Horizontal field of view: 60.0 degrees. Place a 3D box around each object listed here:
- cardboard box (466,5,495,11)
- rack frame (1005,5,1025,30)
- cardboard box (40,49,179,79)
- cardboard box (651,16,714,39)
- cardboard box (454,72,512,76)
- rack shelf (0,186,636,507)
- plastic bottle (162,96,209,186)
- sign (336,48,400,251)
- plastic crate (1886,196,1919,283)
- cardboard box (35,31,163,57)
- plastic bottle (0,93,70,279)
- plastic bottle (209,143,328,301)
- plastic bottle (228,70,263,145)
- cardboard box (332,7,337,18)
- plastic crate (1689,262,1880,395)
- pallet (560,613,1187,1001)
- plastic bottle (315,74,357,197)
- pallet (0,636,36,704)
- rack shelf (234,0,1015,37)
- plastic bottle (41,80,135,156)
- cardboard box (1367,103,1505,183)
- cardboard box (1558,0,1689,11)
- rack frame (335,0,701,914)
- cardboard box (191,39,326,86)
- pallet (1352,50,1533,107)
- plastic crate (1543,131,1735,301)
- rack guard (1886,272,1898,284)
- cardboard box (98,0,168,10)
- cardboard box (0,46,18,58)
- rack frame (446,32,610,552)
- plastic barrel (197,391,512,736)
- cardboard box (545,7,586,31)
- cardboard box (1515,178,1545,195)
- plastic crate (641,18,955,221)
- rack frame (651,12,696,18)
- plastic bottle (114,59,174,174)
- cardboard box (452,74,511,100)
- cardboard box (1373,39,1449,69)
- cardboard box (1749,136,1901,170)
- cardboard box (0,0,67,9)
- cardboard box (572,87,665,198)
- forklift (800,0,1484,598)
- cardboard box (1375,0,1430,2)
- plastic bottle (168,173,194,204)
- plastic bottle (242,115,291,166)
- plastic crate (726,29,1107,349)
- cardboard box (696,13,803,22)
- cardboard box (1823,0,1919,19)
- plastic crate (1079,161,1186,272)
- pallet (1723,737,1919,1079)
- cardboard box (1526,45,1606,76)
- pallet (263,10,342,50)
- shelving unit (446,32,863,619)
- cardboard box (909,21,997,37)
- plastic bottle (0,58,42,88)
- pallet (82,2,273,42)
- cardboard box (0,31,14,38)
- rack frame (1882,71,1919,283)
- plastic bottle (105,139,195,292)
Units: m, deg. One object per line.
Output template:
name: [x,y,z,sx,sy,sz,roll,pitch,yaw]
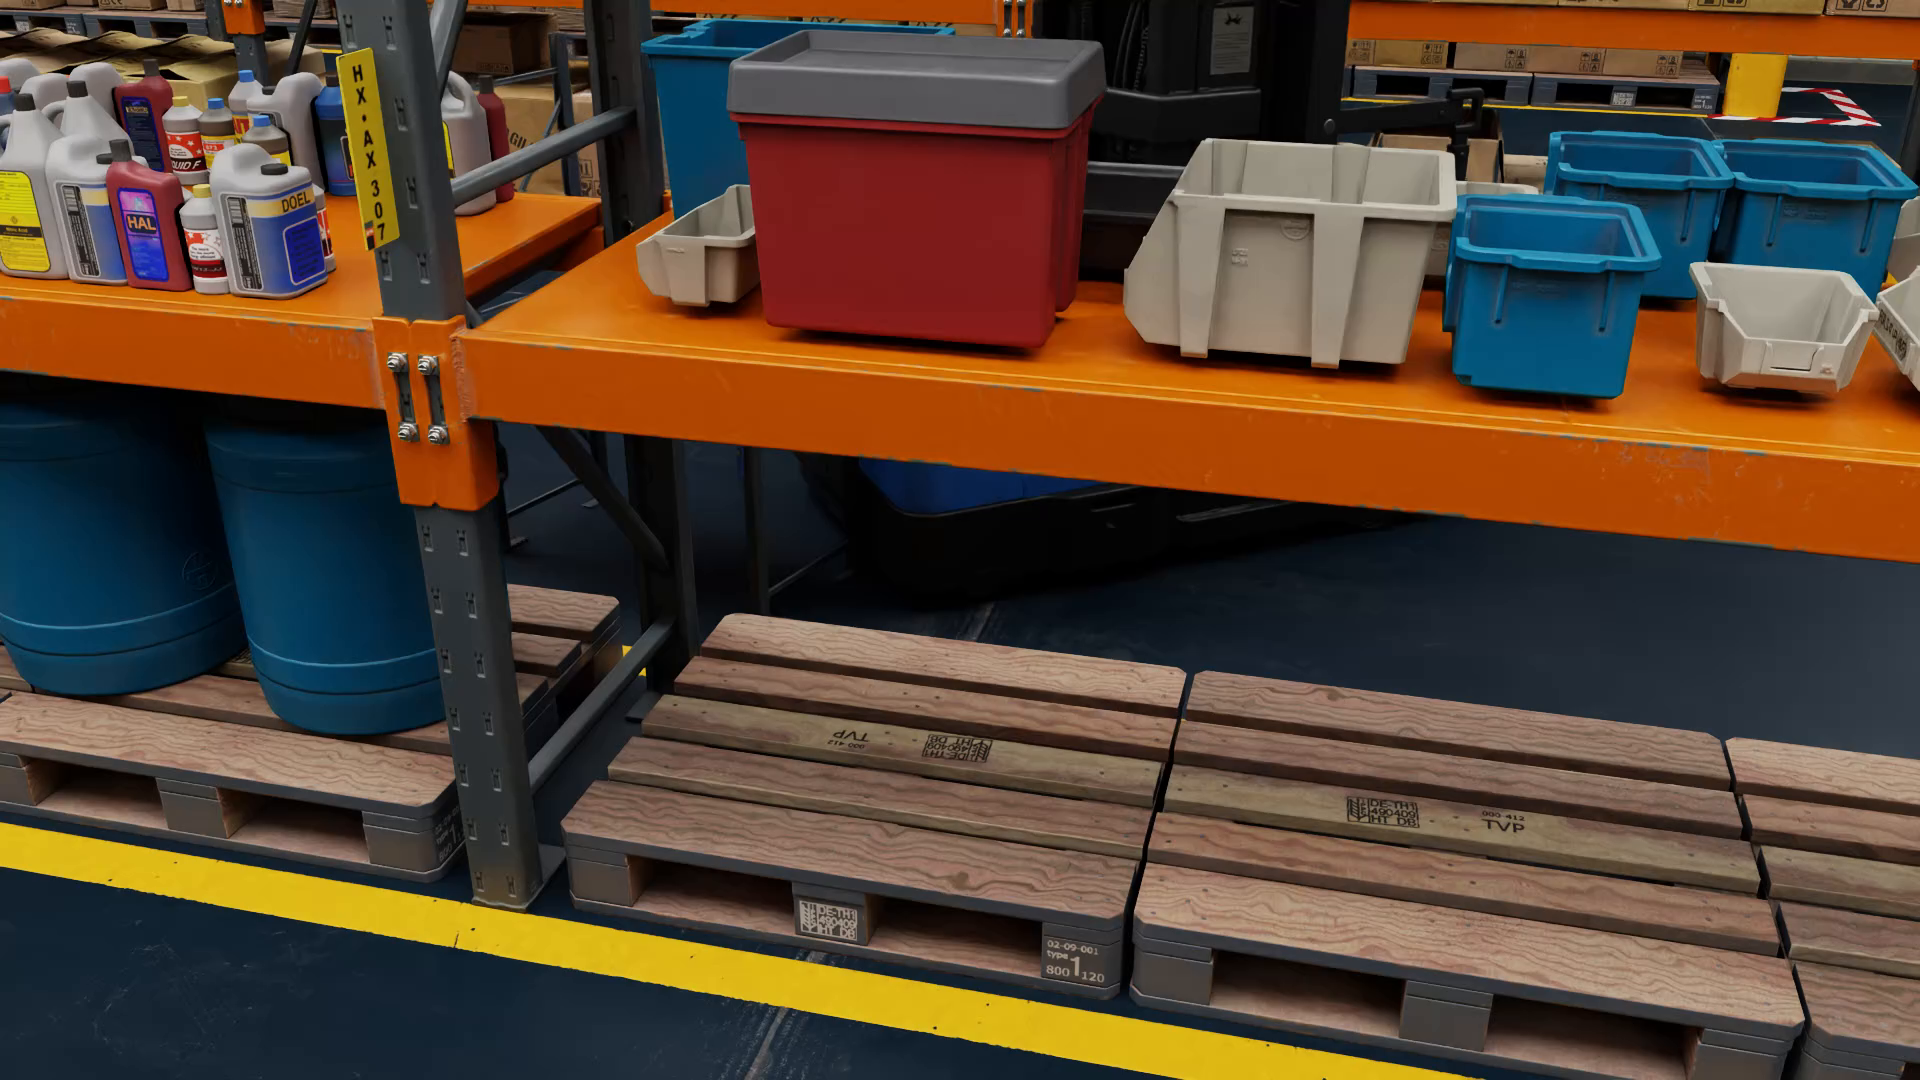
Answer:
cardboard box: [-3.942,-4.590,13.797,0.500,0.500,0.700,6,26,13]
rack frame: [0.370,-2.828,7.701,0.127,3.000,1.000,6,26,13]
cardboard box: [-4.577,-2.464,8.995,0.500,0.311,0.500,6,26,12]
cardboard box: [-1.492,-2.551,8.642,0.500,0.250,0.500,6,26,12]
cardboard box: [-2.540,-2.324,9.038,0.500,0.500,0.500,7,26,15]
rack shelf: [-2.804,-0.656,3.975,4.000,0.370,1.077,6,26,13]
plastic bottle: [-1.869,-0.969,4.027,0.097,0.201,0.097,0,25,0]
sign: [-1.006,-0.663,2.831,0.005,0.325,0.100,6,26,13]
plastic crate: [1.903,-0.551,3.155,0.298,0.136,0.250,6,26,13]
cardboard box: [-4.942,-2.744,9.583,0.500,0.311,0.500,6,26,12]
plastic bottle: [-1.839,-0.706,3.302,0.185,0.351,0.144,6,26,13]
plastic bottle: [-1.329,-0.618,3.203,0.135,0.276,0.152,6,26,13]
plastic bottle: [-1.680,-0.980,3.968,0.097,0.271,0.097,0,25,0]
cardboard box: [-4.918,-4.711,14.052,0.500,0.500,0.700,6,26,12]
plastic crate: [1.328,-0.339,2.709,0.250,0.136,0.298,6,26,13]
pallet: [-0.145,0.555,3.839,1.213,0.211,1.003,6,26,13]
plastic bottle: [-1.456,-0.955,3.916,0.097,0.271,0.097,0,25,0]
pallet: [-2.789,0.263,4.453,1.213,0.211,1.003,6,26,13]
rack shelf: [-1.567,-2.718,8.306,4.000,0.370,1.077,6,26,13]
plastic bottle: [-1.803,-0.767,3.428,0.185,0.351,0.144,6,26,13]
cardboard box: [2.191,-1.701,7.725,0.637,0.503,0.797,6,26,13]
cardboard box: [2.757,-2.490,6.874,0.500,0.500,0.500,7,26,13]
rack frame: [-0.867,-0.767,3.371,0.127,3.000,1.000,6,26,13]
cardboard box: [-3.938,-2.636,9.356,0.500,0.311,0.500,7,26,15]
pallet: [3.502,-3.388,12.121,1.213,0.211,1.003,6,26,13]
plastic crate: [1.284,-0.626,3.201,0.300,0.233,0.416,6,26,13]
rack guard: [4.171,-1.280,7.356,0.348,0.500,1.175,6,26,13]
cardboard box: [-7.163,-4.912,14.474,0.500,0.500,0.500,4,26,9]
cardboard box: [-5.550,-2.574,9.225,0.500,0.311,0.500,7,26,14]
rack frame: [-1.306,-0.730,5.039,0.032,1.500,0.500,15,29,28]
plastic barrel: [-1.390,-0.074,3.869,0.708,0.901,0.600,6,26,13]
cardboard box: [-2.984,-4.445,13.492,0.500,0.500,0.700,7,26,14]
cardboard box: [2.744,-1.427,7.445,0.500,0.250,0.500,6,26,13]
plastic crate: [-0.330,-0.878,3.554,0.575,0.384,0.392,6,26,13]
rack frame: [-2.274,-5.319,12.933,0.127,3.000,1.000,6,26,13]
plastic bottle: [-1.976,-1.026,4.051,0.133,0.283,0.061,6,26,13]
cardboard box: [-2.626,-2.105,8.578,0.500,0.500,0.500,5,26,11]
cardboard box: [3.281,-3.718,11.990,0.500,0.500,0.700,7,26,14]
cardboard box: [3.656,-1.426,7.151,0.500,0.500,0.500,6,26,13]
cardboard box: [-8.124,-4.974,14.604,0.500,0.500,0.700,5,26,10]
cardboard box: [-1.634,-1.996,8.348,0.500,0.500,0.500,5,26,11]
forklift: [1.034,-1.557,5.110,3.031,2.935,1.130,-10,27,-21]
cardboard box: [1.777,-2.597,7.100,0.500,0.500,0.500,6,26,13]
plastic bottle: [-1.563,-0.625,3.305,0.097,0.201,0.097,0,25,0]
plastic bottle: [-1.588,-0.870,3.820,0.097,0.201,0.097,0,25,0]
plastic crate: [-0.065,-0.623,2.924,0.583,0.464,0.402,6,26,13]
cardboard box: [-1.594,-4.405,13.025,0.750,0.750,0.750,6,26,12]
cardboard box: [3.743,-2.380,6.643,0.500,0.500,0.500,7,26,15]
plastic crate: [0.284,-0.661,3.400,0.590,0.125,0.437,6,26,13]
pallet: [2.218,0.816,3.290,1.213,0.211,1.003,6,26,13]
cardboard box: [4.287,-3.611,11.764,0.500,0.500,0.700,6,26,13]
pallet: [-5.393,-4.406,14.258,1.213,0.211,1.003,6,26,13]
shelving unit: [-0.874,-0.616,4.798,1.048,1.500,0.538,15,29,28]
cardboard box: [0.077,-4.219,12.635,0.750,0.750,0.750,7,26,15]
plastic bottle: [-2.342,-1.043,4.095,0.135,0.276,0.152,6,26,13]
pallet: [-6.807,-4.546,14.552,1.213,0.211,1.003,6,26,13]
cardboard box: [-5.926,-2.855,9.814,0.500,0.311,0.500,6,26,13]
rack frame: [4.244,-2.400,6.802,0.127,3.000,1.000,6,26,13]
plastic bottle: [-1.565,-0.627,3.214,0.133,0.283,0.061,6,26,13]
